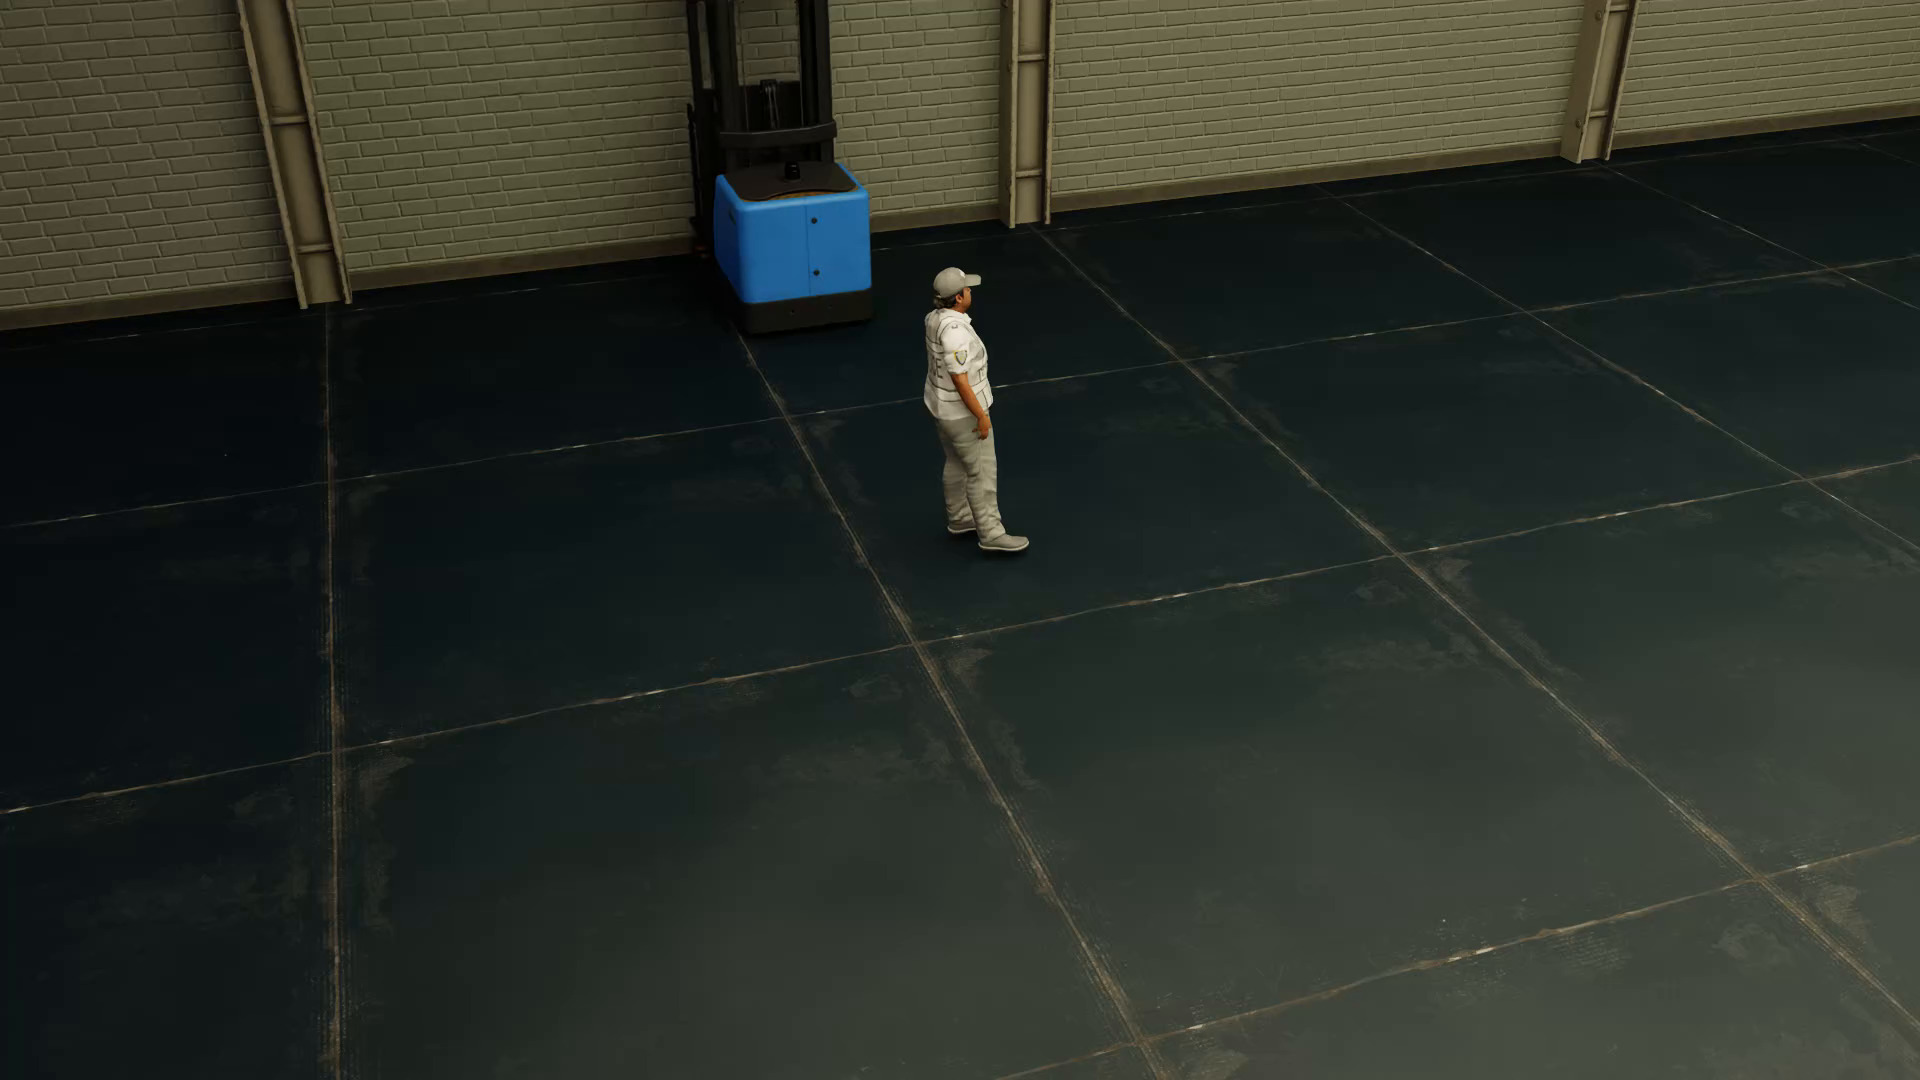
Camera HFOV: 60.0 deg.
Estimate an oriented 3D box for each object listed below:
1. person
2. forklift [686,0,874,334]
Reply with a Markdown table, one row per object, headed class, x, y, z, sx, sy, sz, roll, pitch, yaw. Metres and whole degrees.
| class | x | y | z | sx | sy | sz | roll | pitch | yaw |
| --- | --- | --- | --- | --- | --- | --- | --- | --- | --- |
| person | 0.080 | -0.766 | 9.589 | 0.528 | 1.669 | 0.598 | -10 | 31 | -16 |
| forklift | -1.625 | -3.555 | 13.266 | 1.130 | 2.935 | 3.031 | -10 | 31 | -16 |
